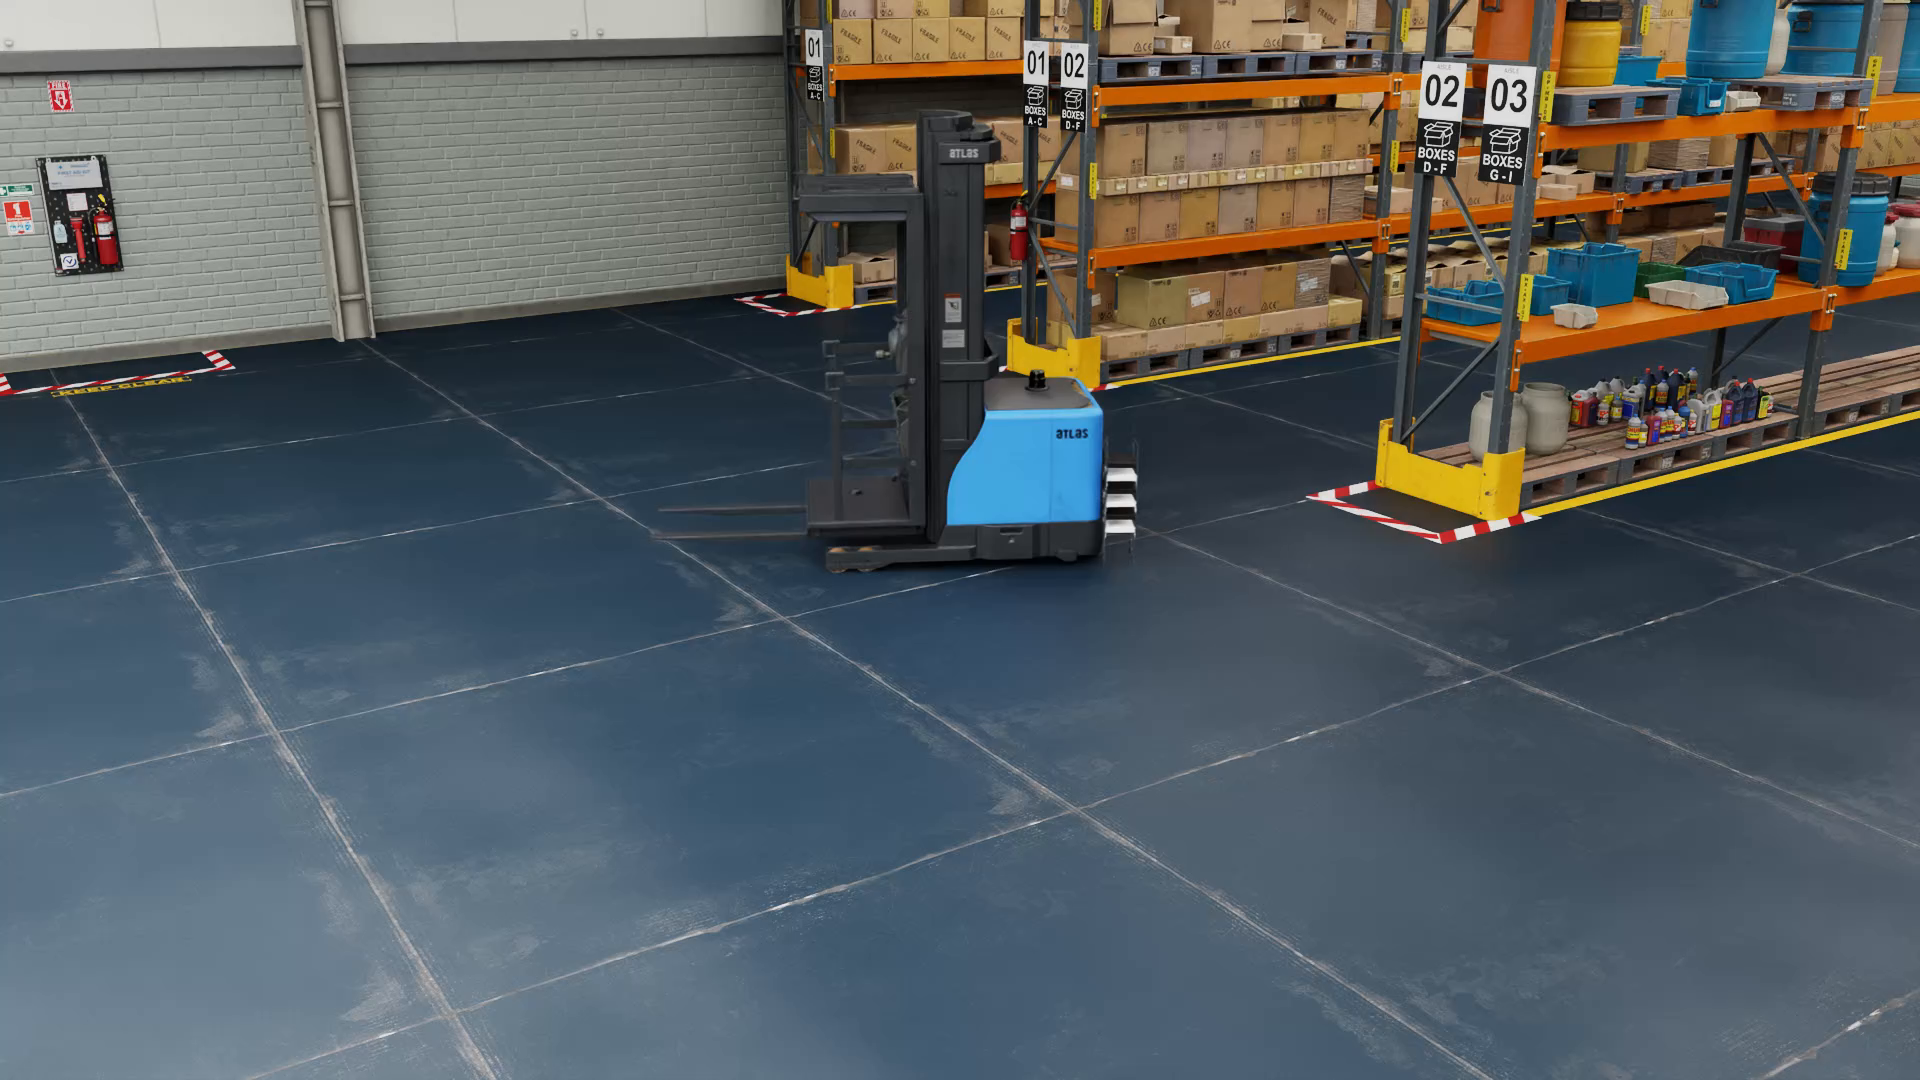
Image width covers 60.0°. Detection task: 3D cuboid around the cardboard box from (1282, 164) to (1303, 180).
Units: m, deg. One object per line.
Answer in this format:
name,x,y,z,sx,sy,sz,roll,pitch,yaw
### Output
cardboard box,3.318,-3.815,17.175,0.250,0.149,0.380,-12,22,-32

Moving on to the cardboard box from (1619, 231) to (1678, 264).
cardboard box,8.591,-3.570,20.837,0.500,0.500,0.500,-13,23,-33

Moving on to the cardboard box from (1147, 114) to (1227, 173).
cardboard box,2.236,-3.972,16.630,0.500,0.500,0.700,-12,22,-31

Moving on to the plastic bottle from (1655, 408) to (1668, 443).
plastic bottle,5.631,-0.926,13.373,0.097,0.271,0.097,0,19,0

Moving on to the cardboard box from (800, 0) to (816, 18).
cardboard box,-1.573,-6.461,19.740,0.500,0.500,0.500,-11,21,-29

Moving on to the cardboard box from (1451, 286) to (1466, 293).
cardboard box,5.610,-2.827,19.060,0.500,0.250,0.500,-13,22,-33

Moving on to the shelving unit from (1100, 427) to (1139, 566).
shelving unit,1.071,-0.291,11.202,0.210,0.900,0.258,-1,19,-2

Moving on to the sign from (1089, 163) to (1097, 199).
sign,1.238,-3.337,15.458,0.005,0.325,0.100,-12,22,-31

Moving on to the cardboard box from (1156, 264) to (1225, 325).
cardboard box,2.335,-2.506,16.940,0.500,0.500,0.500,-12,22,-31

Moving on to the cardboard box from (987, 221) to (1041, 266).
cardboard box,0.706,-3.899,21.810,0.500,0.500,0.500,-14,23,-35

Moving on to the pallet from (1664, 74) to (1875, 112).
pallet,6.451,-3.597,13.311,1.003,0.211,1.213,-12,22,-31

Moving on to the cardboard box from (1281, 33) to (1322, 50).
cardboard box,3.421,-5.025,16.761,0.250,0.149,0.380,-12,22,-31

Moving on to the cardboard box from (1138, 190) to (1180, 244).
cardboard box,1.771,-3.259,16.546,0.500,0.500,0.700,-11,22,-30

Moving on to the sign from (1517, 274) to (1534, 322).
sign,3.958,-1.697,11.648,0.005,0.325,0.100,-12,22,-31

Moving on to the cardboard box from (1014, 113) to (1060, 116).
cardboard box,1.044,-5.335,21.874,0.500,0.500,0.500,-13,22,-33

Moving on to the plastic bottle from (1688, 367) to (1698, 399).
plastic bottle,6.492,-1.395,14.762,0.097,0.271,0.097,0,19,0

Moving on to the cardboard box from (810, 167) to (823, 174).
cardboard box,-1.506,-4.436,20.386,0.500,0.250,0.500,-12,22,-31

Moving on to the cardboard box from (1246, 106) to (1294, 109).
cardboard box,4.505,-5.943,23.797,0.500,0.500,0.700,-15,24,-38

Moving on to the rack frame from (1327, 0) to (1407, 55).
rack frame,4.279,-6.586,17.174,0.127,3.000,1.000,-12,22,-31

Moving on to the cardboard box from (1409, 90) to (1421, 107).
cardboard box,6.699,-6.612,24.797,0.500,0.250,0.500,-12,22,-33

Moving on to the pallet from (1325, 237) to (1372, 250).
pallet,5.592,-4.570,24.934,1.213,0.211,1.003,-12,22,-31

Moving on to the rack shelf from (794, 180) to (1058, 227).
rack shelf,-0.119,-4.375,21.126,4.000,0.370,1.077,-12,22,-31

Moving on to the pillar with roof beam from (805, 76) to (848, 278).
pillar with roof beam,0.687,-6.409,16.651,0.400,9.000,9.100,-12,22,-31

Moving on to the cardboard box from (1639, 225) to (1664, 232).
cardboard box,8.704,-3.791,21.491,0.500,0.500,0.500,-13,23,-33

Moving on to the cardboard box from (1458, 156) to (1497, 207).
cardboard box,5.787,-4.103,19.042,0.500,0.500,0.500,-12,22,-31

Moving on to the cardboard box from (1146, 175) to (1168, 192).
cardboard box,1.812,-3.496,16.234,0.250,0.149,0.380,-12,22,-31

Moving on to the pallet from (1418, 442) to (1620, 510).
pallet,4.378,-0.560,13.073,1.213,0.211,1.003,-12,22,-31

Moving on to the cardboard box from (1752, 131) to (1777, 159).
cardboard box,10.441,-5.376,22.150,0.700,0.500,0.500,14,23,35

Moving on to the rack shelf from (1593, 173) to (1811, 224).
rack shelf,9.290,-4.460,21.376,4.000,0.370,1.077,-12,22,-31

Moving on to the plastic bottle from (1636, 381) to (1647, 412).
plastic bottle,5.837,-1.234,14.284,0.097,0.271,0.097,0,19,0

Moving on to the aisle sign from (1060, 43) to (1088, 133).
aisle sign,1.051,-4.177,15.358,0.004,0.787,0.394,-12,22,-31

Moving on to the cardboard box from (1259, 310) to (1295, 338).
cardboard box,3.179,-2.323,17.569,0.500,0.250,0.500,-12,22,-31

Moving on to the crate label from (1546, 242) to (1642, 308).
crate label,5.047,-2.127,13.297,0.616,0.435,0.502,-12,22,-31

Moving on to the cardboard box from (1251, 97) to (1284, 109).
cardboard box,4.359,-6.206,23.563,0.250,0.149,0.380,-17,25,-40

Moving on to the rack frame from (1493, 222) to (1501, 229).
rack frame,8.232,-6.477,26.221,0.127,3.000,1.000,-12,22,-31

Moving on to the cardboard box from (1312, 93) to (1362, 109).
cardboard box,5.437,-6.342,23.997,0.500,0.250,0.500,-11,22,-30

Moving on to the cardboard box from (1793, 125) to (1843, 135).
cardboard box,11.508,-5.682,22.150,0.500,0.500,0.500,-11,22,-30

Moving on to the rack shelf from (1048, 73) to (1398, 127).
rack shelf,2.608,-4.472,16.728,4.000,0.370,1.077,-12,22,-31

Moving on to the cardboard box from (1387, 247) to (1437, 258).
cardboard box,5.308,-3.234,19.390,0.500,0.311,0.500,-12,22,-32

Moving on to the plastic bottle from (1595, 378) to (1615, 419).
plastic bottle,5.429,-1.200,14.059,0.185,0.351,0.144,-11,22,-29

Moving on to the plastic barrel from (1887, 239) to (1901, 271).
plastic barrel,8.189,-2.545,14.805,0.301,0.262,0.301,0,19,0

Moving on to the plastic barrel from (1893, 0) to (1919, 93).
plastic barrel,8.397,-4.455,14.772,0.708,0.901,0.600,-12,22,-31

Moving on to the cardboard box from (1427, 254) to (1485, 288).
cardboard box,5.613,-3.090,18.964,0.500,0.311,0.500,-13,22,-33

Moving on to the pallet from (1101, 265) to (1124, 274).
pallet,2.200,-3.885,22.906,1.213,0.211,1.003,-12,22,-31

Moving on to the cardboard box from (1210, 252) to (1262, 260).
cardboard box,2.884,-2.821,17.873,0.500,0.500,0.500,-12,22,-31

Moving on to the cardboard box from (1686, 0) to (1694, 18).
cardboard box,8.839,-6.645,20.316,0.500,0.500,0.500,-12,22,-31

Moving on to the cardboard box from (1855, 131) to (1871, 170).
cardboard box,11.961,-5.308,22.607,0.500,0.500,0.500,-11,22,-30

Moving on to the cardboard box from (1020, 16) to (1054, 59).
cardboard box,0.836,-6.305,20.841,0.500,0.500,0.500,-14,23,-36

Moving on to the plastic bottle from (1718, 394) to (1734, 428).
plastic bottle,6.347,-1.076,13.797,0.133,0.283,0.061,-10,21,-28

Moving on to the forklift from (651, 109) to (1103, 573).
forklift,-0.586,-1.343,11.140,3.031,2.935,1.130,-2,19,-5

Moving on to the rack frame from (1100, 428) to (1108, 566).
rack frame,0.969,-0.290,11.199,0.006,0.900,0.240,-1,19,-2

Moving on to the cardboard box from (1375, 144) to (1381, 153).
cardboard box,6.132,-5.851,24.728,0.250,0.149,0.380,-11,22,-30

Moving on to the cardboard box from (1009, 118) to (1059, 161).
cardboard box,0.913,-5.106,21.198,0.500,0.500,0.500,-12,22,-32

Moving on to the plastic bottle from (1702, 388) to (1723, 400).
plastic bottle,6.358,-1.147,14.021,0.135,0.276,0.152,-12,22,-31

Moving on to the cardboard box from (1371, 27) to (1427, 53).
cardboard box,4.798,-5.399,17.925,0.500,0.250,0.500,-9,21,-26
